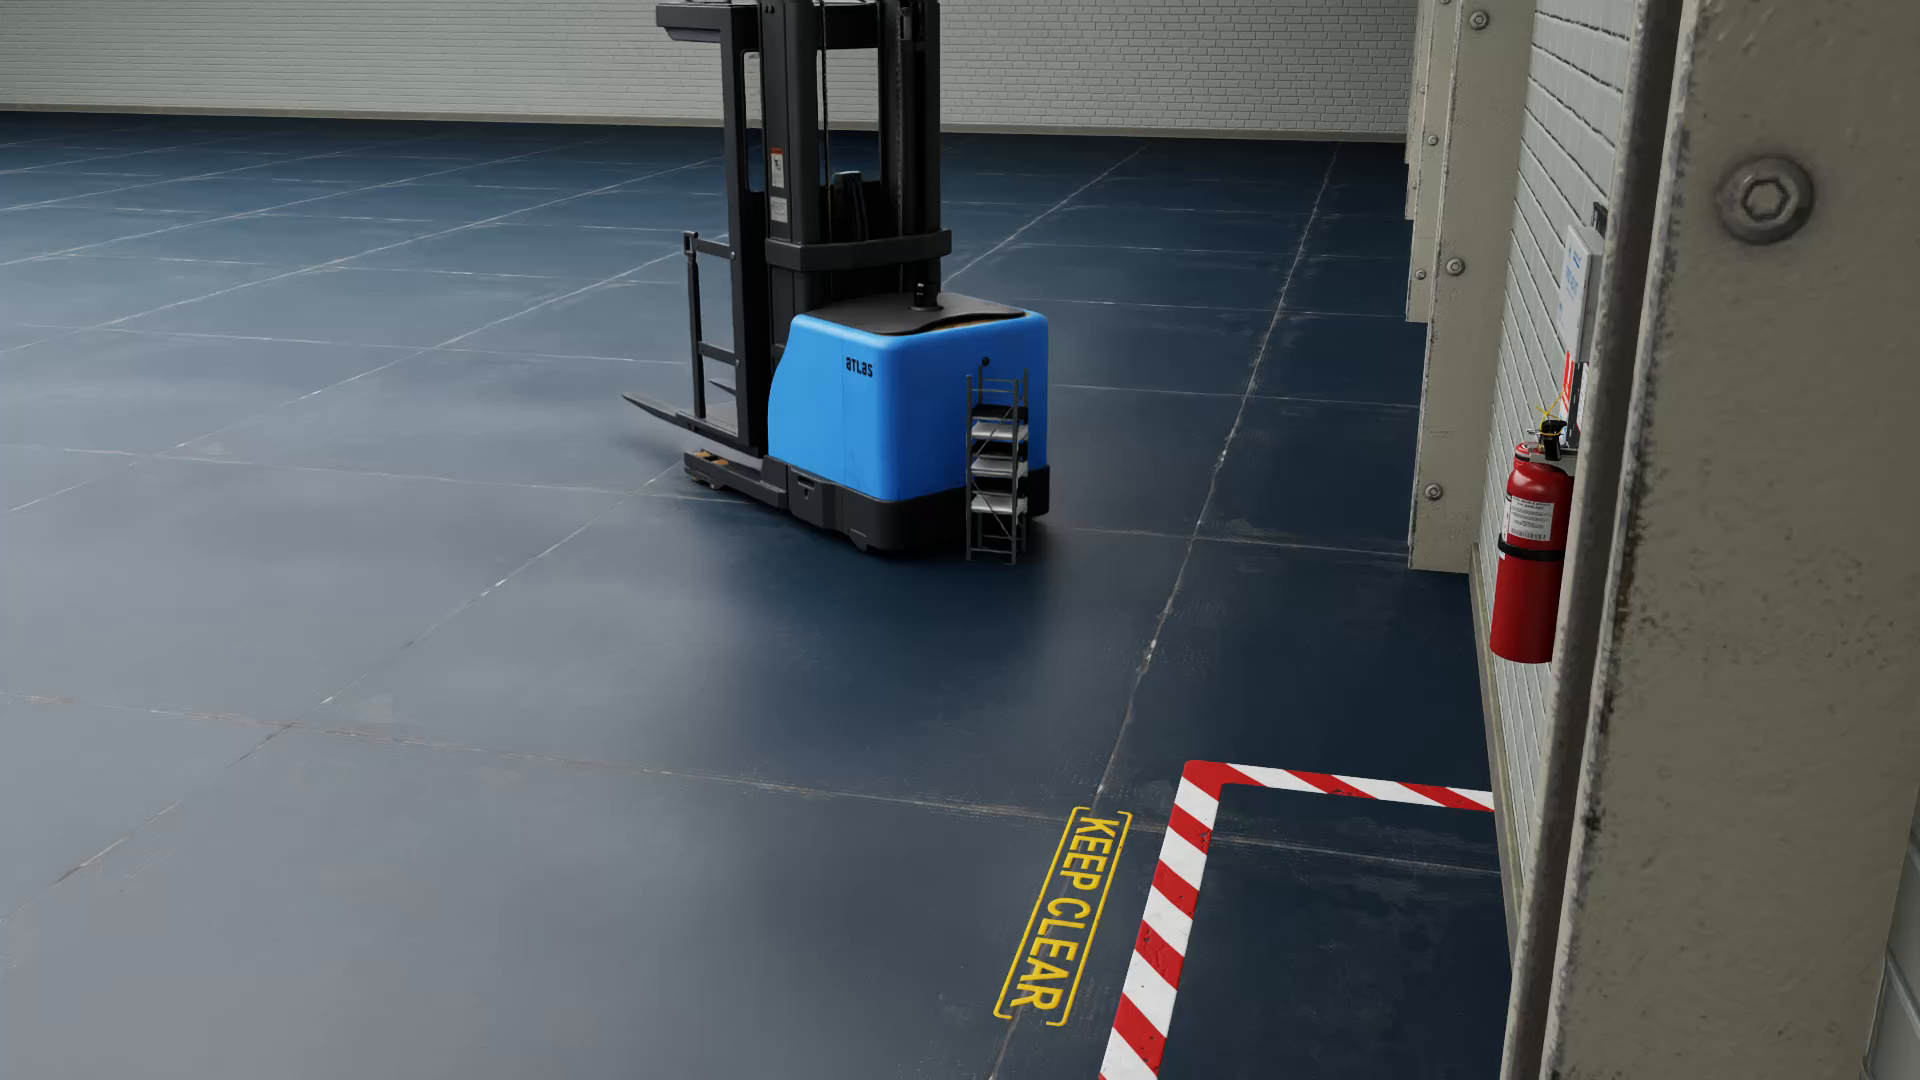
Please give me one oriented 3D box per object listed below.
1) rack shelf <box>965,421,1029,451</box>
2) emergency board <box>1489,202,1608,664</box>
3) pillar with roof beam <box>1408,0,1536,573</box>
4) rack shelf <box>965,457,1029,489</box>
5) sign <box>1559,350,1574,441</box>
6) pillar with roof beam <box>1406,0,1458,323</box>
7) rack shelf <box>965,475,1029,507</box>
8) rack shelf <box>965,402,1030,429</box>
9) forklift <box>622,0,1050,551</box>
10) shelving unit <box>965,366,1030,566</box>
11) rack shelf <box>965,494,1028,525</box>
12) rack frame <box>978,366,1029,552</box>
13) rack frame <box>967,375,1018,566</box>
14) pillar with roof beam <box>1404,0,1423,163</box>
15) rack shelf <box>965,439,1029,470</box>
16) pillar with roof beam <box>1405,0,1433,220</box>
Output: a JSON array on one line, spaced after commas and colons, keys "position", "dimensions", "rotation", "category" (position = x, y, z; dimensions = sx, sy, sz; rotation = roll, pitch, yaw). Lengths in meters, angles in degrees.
[{"position": [0.175, -0.487, 7.766], "dimensions": [0.258, 0.077, 0.200], "rotation": [5, 20, 15], "category": "rack shelf"}, {"position": [1.475, -0.227, 4.211], "dimensions": [0.194, 1.169, 0.643], "rotation": [5, 19, 13], "category": "emergency board"}, {"position": [-1.874, -4.515, 7.484], "dimensions": [9.100, 9.000, 0.400], "rotation": [5, 19, 13], "category": "pillar with roof beam"}, {"position": [0.175, -0.316, 7.824], "dimensions": [0.258, 0.077, 0.200], "rotation": [5, 20, 15], "category": "rack shelf"}, {"position": [1.710, -0.409, 4.689], "dimensions": [0.001, 0.329, 0.234], "rotation": [5, 19, 13], "category": "sign"}, {"position": [-0.408, -6.395, 12.990], "dimensions": [9.100, 9.000, 0.400], "rotation": [5, 19, 13], "category": "pillar with roof beam"}, {"position": [0.175, -0.231, 7.853], "dimensions": [0.258, 0.077, 0.200], "rotation": [5, 20, 15], "category": "rack shelf"}, {"position": [0.175, -0.572, 7.737], "dimensions": [0.258, 0.077, 0.200], "rotation": [5, 20, 15], "category": "rack shelf"}, {"position": [-0.856, -1.744, 8.759], "dimensions": [1.130, 2.935, 3.031], "rotation": [-14, 23, -36], "category": "forklift"}, {"position": [0.175, -0.348, 7.814], "dimensions": [0.258, 0.900, 0.210], "rotation": [5, 20, 15], "category": "shelving unit"}, {"position": [0.175, -0.146, 7.883], "dimensions": [0.258, 0.077, 0.200], "rotation": [5, 20, 15], "category": "rack shelf"}, {"position": [0.202, -0.379, 7.906], "dimensions": [0.240, 0.900, 0.006], "rotation": [5, 20, 15], "category": "rack frame"}, {"position": [0.148, -0.316, 7.721], "dimensions": [0.240, 0.900, 0.006], "rotation": [5, 20, 15], "category": "rack frame"}, {"position": [2.524, -10.157, 24.001], "dimensions": [9.100, 9.000, 0.400], "rotation": [5, 19, 13], "category": "pillar with roof beam"}, {"position": [0.175, -0.401, 7.795], "dimensions": [0.258, 0.077, 0.200], "rotation": [5, 20, 15], "category": "rack shelf"}, {"position": [1.058, -8.276, 18.496], "dimensions": [9.100, 9.000, 0.400], "rotation": [5, 19, 13], "category": "pillar with roof beam"}]
